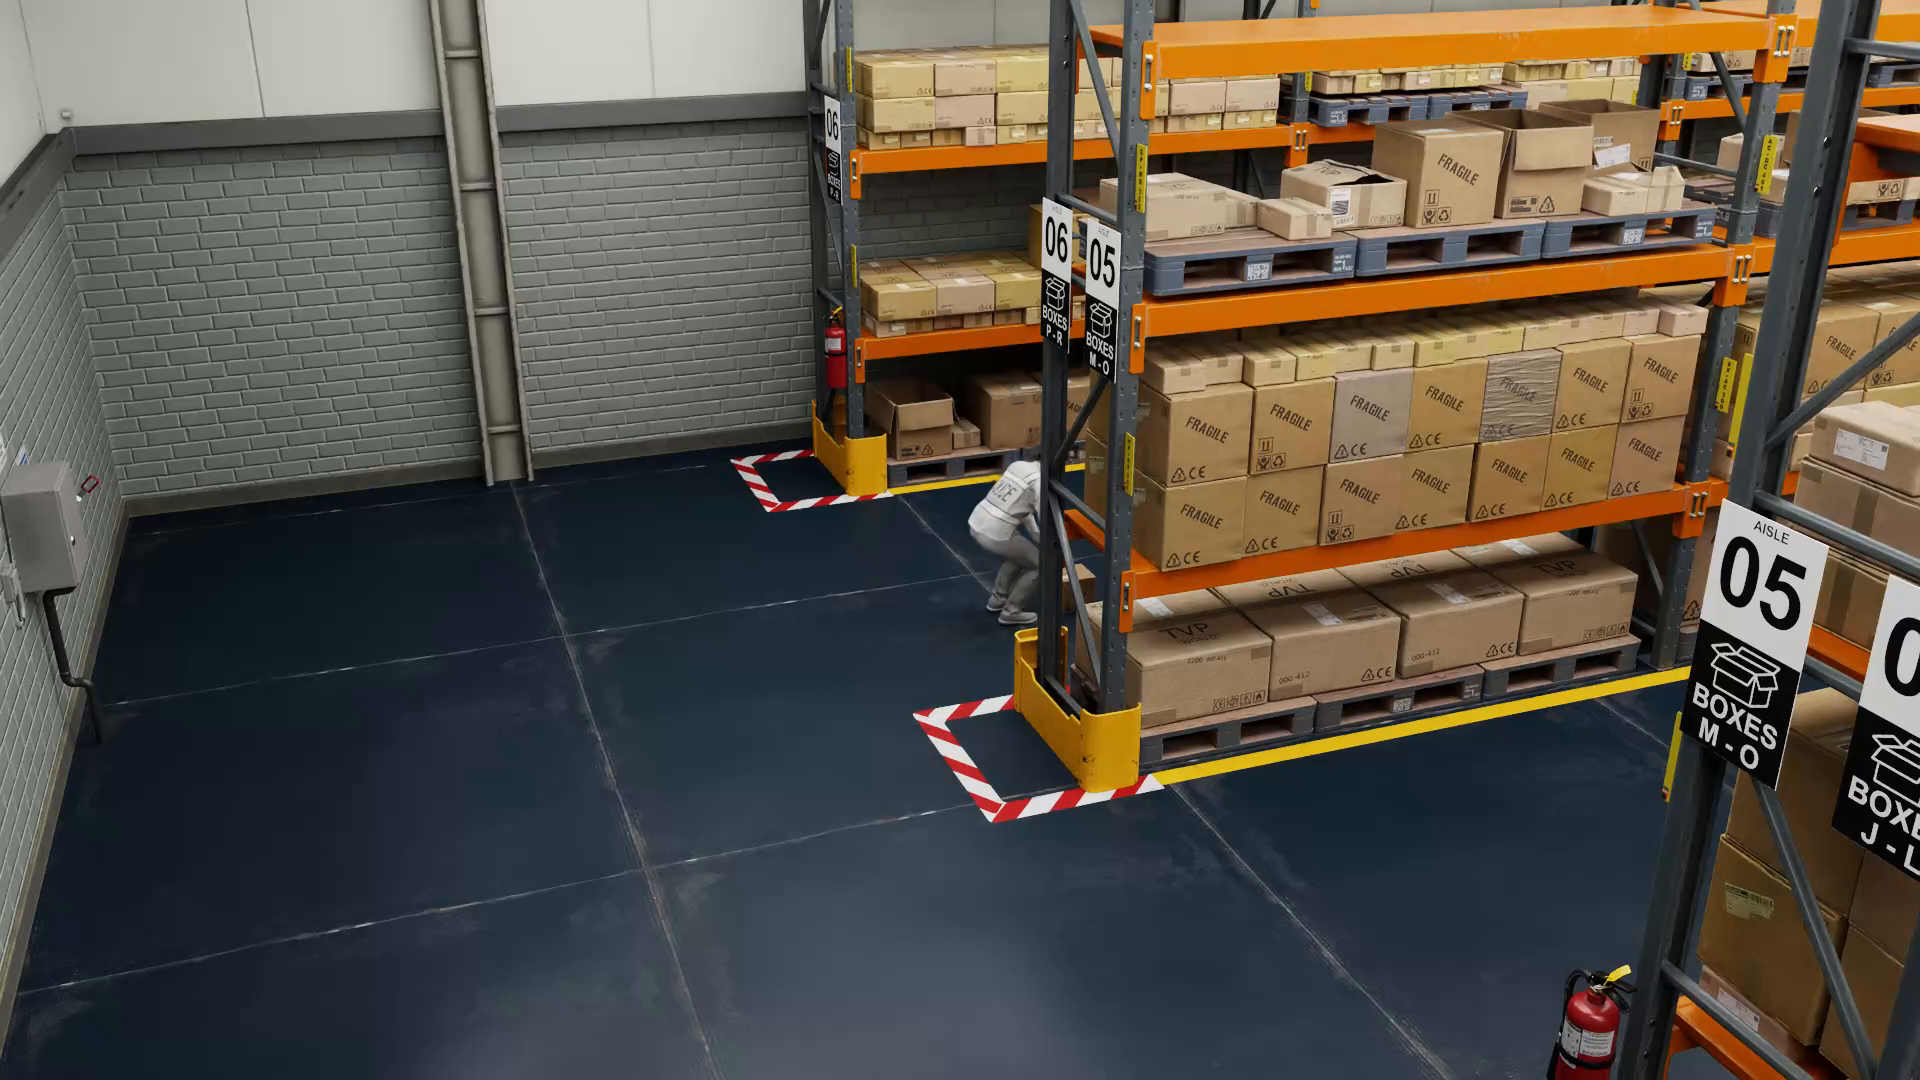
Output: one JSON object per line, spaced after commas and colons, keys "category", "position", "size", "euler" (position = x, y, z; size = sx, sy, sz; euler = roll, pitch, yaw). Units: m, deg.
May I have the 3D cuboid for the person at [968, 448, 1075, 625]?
{"category": "person", "position": [0.424, -0.073, 11.520], "size": [0.765, 1.263, 0.531], "euler": [-8, 24, -19]}
